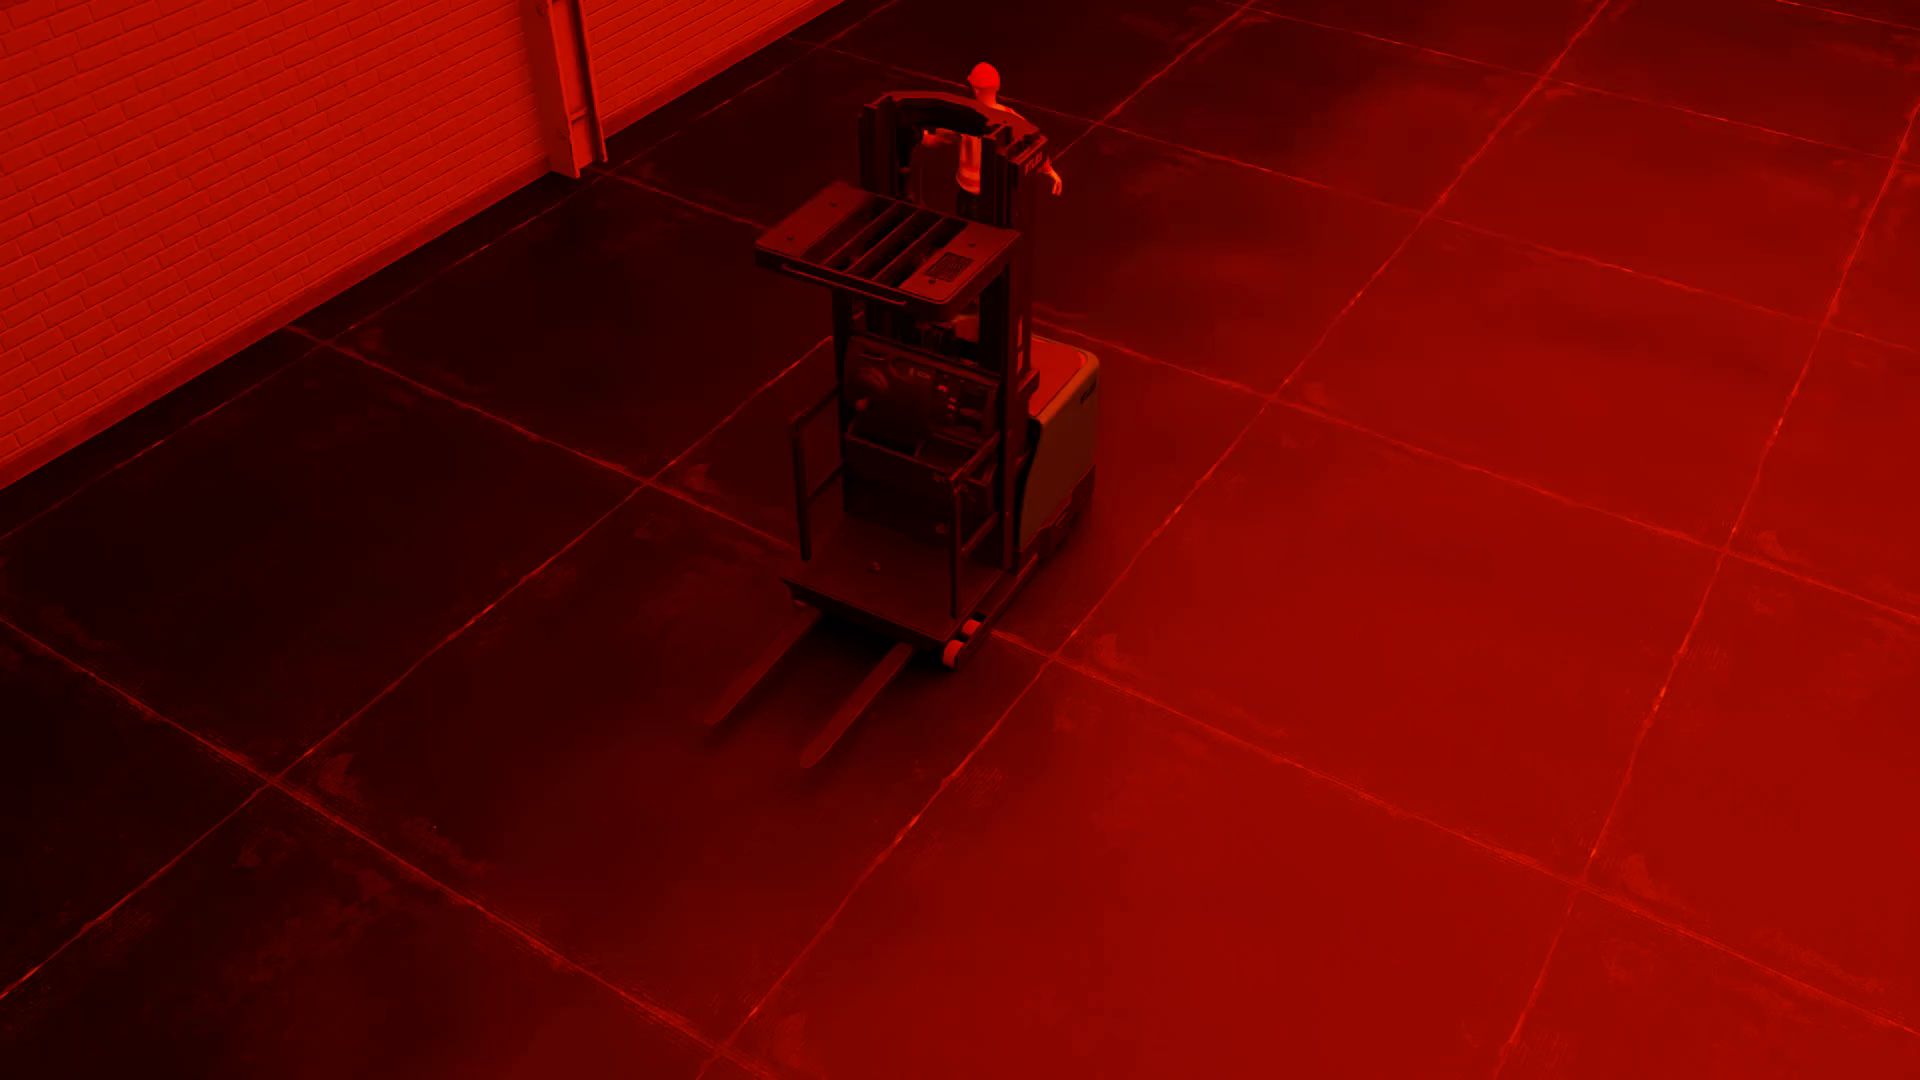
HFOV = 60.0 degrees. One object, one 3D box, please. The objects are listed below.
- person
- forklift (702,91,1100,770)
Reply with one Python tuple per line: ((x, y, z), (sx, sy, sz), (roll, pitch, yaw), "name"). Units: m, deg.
((0.204, -2.624, 11.994), (1.031, 1.781, 0.700), (-3, 40, -4), "person")
((-0.322, -0.730, 8.829), (1.130, 2.935, 3.031), (20, 44, 22), "forklift")
